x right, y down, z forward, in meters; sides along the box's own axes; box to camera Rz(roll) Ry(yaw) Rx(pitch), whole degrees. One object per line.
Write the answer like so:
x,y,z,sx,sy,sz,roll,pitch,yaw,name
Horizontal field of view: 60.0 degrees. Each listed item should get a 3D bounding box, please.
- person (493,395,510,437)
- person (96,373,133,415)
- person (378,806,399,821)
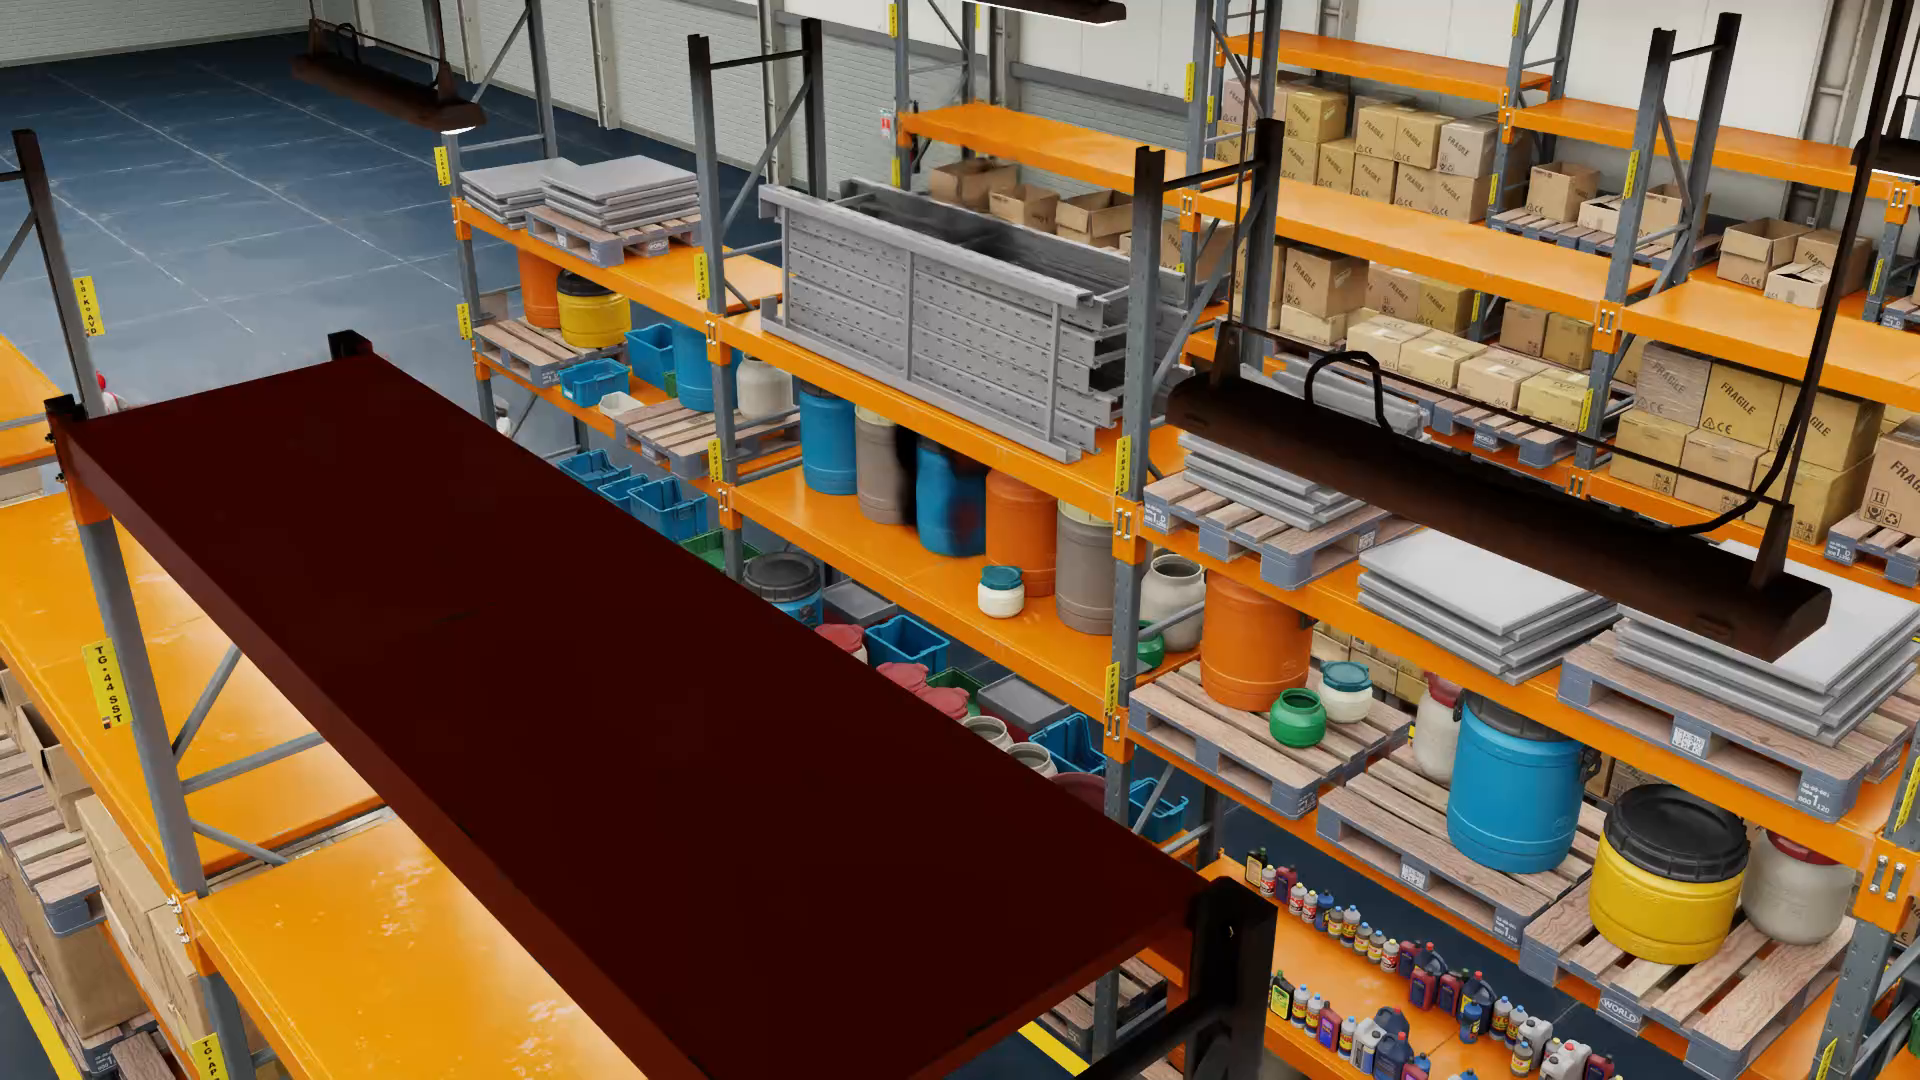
-4.798,-0.727,17.187,0.488,1.676,0.669,0,27,0,person
-8.856,-0.931,17.423,0.906,1.769,0.660,-6,28,-12,person
-4.024,1.980,11.790,0.590,1.736,0.824,-24,35,-38,person
